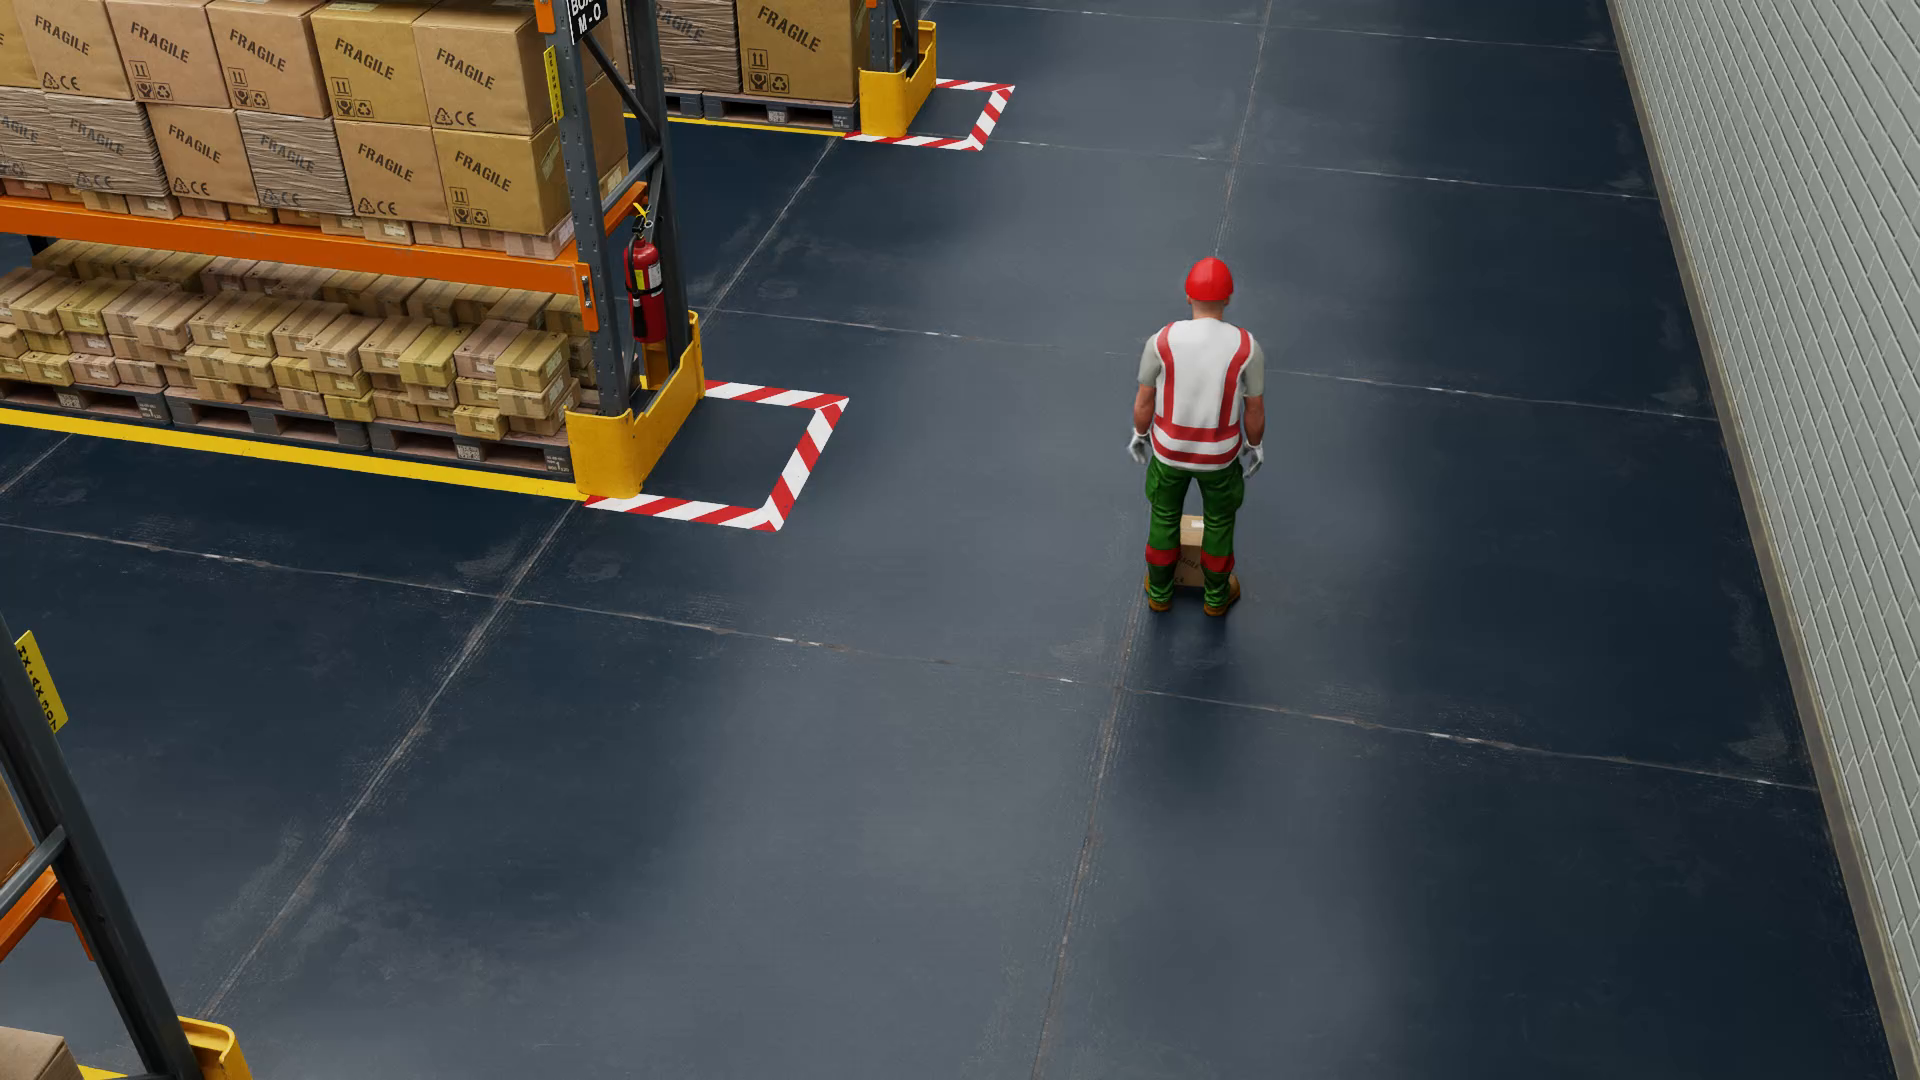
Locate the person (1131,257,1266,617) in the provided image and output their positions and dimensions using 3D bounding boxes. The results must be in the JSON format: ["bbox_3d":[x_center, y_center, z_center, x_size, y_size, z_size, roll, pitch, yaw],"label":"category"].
[{"bbox_3d":[1.078,-0.434,7.544,0.607,1.779,0.451,7,37,10],"label":"person"}]
